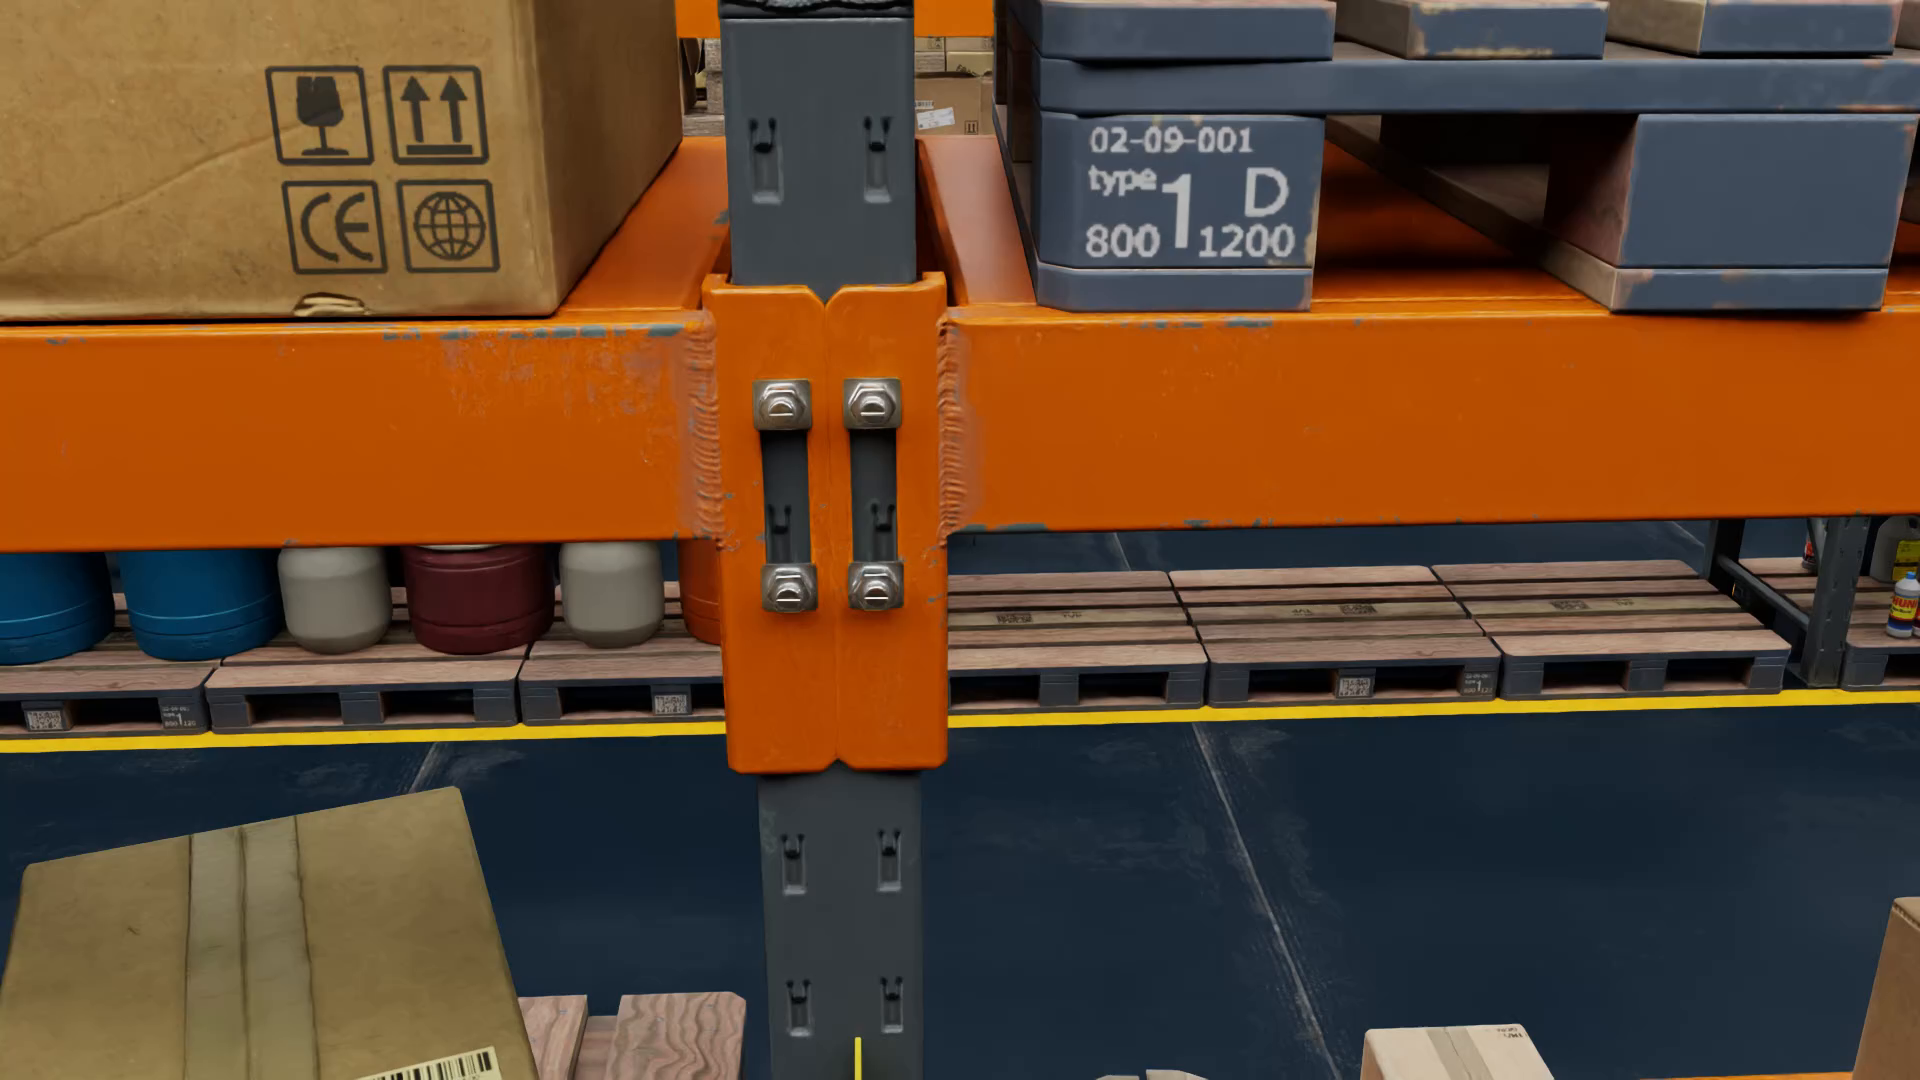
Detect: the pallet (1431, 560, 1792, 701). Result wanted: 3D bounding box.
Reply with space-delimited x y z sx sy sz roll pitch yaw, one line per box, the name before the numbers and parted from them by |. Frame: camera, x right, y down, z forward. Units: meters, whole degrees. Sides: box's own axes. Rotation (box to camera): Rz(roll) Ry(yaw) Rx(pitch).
pallet | 2.811 0.378 7.331 1.213 0.211 1.003 -1 21 -3

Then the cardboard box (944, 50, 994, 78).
cardboard box | 0.106 -4.368 15.738 0.500 0.500 0.500 -1 21 -4

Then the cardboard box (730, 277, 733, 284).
cardboard box | -1.373 -1.830 11.607 0.875 0.875 1.225 -2 21 -6

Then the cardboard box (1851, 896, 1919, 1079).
cardboard box | 1.553 0.800 2.165 0.500 0.500 0.500 -2 21 -6

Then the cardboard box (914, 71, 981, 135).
cardboard box | -0.146 -2.901 11.294 0.500 0.500 0.500 -4 21 -10

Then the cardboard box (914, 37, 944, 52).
cardboard box | -0.417 -4.916 15.773 0.500 0.500 0.700 -1 21 -3

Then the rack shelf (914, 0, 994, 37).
rack shelf | 1.596 -1.980 6.400 4.000 0.370 1.077 -1 21 -3

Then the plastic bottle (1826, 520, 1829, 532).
plastic bottle | 4.054 -0.018 7.651 0.133 0.283 0.061 0 21 0

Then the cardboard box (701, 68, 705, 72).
cardboard box | -2.360 -4.422 15.363 0.250 0.149 0.380 -1 21 -3

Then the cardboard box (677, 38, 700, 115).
cardboard box | -2.065 -3.127 11.068 0.637 0.503 0.797 -1 21 -2

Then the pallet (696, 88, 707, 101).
pallet | -2.839 -4.252 15.844 1.213 0.211 1.003 -1 21 -3

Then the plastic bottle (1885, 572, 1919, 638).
plastic bottle | 3.936 0.264 6.928 0.097 0.271 0.097 0 21 0

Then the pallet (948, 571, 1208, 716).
pallet | 0.375 0.428 7.201 1.213 0.211 1.003 -1 21 -3

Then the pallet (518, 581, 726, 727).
pallet | -1.185 0.461 7.115 1.213 0.211 1.003 -1 21 -3

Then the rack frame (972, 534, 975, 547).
rack frame | 0.068 -0.492 8.438 0.008 1.050 0.200 -1 21 -3

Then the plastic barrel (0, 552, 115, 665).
plastic barrel | -3.850 -0.013 6.798 0.708 0.901 0.600 -1 21 -3

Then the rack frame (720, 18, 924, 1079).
rack frame | -0.121 0.886 2.078 0.127 3.000 1.000 -1 21 -3

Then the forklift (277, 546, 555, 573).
forklift | -3.516 -1.337 8.014 3.031 2.935 1.130 -1 21 -1

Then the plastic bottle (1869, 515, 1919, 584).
plastic bottle | 4.228 0.013 7.475 0.185 0.351 0.144 -1 21 -3

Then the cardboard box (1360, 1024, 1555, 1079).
cardboard box | 0.761 0.887 2.428 0.250 0.149 0.380 -1 21 -3

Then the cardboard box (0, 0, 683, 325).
cardboard box | -0.555 -0.542 1.471 0.500 0.500 0.910 -1 21 -3

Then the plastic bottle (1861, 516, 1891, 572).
plastic bottle | 4.220 -0.038 7.609 0.185 0.351 0.144 -2 21 -4

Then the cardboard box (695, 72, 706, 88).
cardboard box | -2.354 -4.283 15.417 0.250 0.149 0.380 -2 21 -5

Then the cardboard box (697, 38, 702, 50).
cardboard box | -2.348 -4.562 15.314 0.250 0.149 0.380 -1 21 -3

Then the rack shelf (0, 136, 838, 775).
rack shelf | -2.118 -0.139 1.565 4.000 0.370 1.077 -1 21 -3

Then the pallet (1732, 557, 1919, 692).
pallet | 4.266 0.350 7.406 1.213 0.211 1.003 -1 21 -3

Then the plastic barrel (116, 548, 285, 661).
plastic barrel | -3.143 -0.027 6.836 0.708 0.901 0.600 -1 21 -3

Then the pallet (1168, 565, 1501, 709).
pallet | 1.590 0.404 7.263 1.213 0.211 1.003 -1 21 -3

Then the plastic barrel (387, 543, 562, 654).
plastic barrel | -2.015 0.096 6.952 0.708 0.588 0.600 -1 21 -3

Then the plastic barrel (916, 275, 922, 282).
plastic barrel | 0.046 -1.054 6.983 0.708 0.536 0.600 -1 21 -3

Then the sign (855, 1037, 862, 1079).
sign | -0.081 0.575 1.380 0.005 0.325 0.100 -1 21 -3

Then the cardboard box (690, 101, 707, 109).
cardboard box | -1.699 -2.755 11.501 0.500 0.500 0.500 -2 21 -5

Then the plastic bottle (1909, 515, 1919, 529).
plastic bottle | 4.411 -0.042 7.619 0.185 0.351 0.144 -2 21 -6

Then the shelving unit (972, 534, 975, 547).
shelving unit | -0.053 -0.490 8.431 0.252 1.050 0.215 -1 21 -3

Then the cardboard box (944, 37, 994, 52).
cardboard box | 0.088 -4.927 15.801 0.500 0.500 0.700 -1 21 -4

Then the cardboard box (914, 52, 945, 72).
cardboard box | -0.402 -4.357 15.708 0.500 0.500 0.500 -1 21 -2

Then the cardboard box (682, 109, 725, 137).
cardboard box | -1.660 -2.574 11.024 0.500 0.500 0.500 -1 21 -4

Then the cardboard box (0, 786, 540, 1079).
cardboard box | -0.744 0.696 1.846 0.500 0.500 0.700 -8 22 -21

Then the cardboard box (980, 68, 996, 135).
cardboard box | 0.405 -2.948 11.417 0.500 0.500 0.700 2 21 5

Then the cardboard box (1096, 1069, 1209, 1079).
cardboard box | 0.244 0.936 2.072 0.500 0.311 0.500 0 21 0

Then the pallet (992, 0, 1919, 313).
pallet | 0.551 -0.473 1.697 1.003 0.211 1.213 0 21 -1

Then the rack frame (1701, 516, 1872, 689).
rack frame | 3.593 -0.955 6.913 0.127 3.000 1.000 -1 21 -3

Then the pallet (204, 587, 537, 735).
pallet | -2.400 0.484 7.052 1.213 0.211 1.003 -1 21 -3

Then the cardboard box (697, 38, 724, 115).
cardboard box | -1.414 -3.139 11.101 0.637 0.503 0.797 0 21 -1

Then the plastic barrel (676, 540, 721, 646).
plastic barrel | -0.888 -0.039 6.969 0.708 0.830 0.600 -1 21 -3

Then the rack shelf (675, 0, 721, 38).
rack shelf | -2.397 -1.898 6.187 4.000 0.370 1.077 -1 21 -3

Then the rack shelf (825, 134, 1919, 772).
rack shelf | 1.875 -0.220 1.779 4.000 0.370 1.077 -1 21 -3

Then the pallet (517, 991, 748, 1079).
pallet | -0.794 1.015 2.010 1.003 0.211 1.213 -1 21 -3

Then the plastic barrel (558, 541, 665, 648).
plastic barrel | -1.447 0.152 6.912 0.421 0.512 0.421 0 21 0

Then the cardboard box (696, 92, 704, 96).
cardboard box | -2.834 -5.355 20.867 0.875 0.875 0.875 -1 21 -2

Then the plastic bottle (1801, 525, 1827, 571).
plastic bottle | 3.937 0.029 7.643 0.097 0.201 0.097 0 21 0

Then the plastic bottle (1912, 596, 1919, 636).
plastic bottle | 4.038 0.295 6.946 0.097 0.201 0.097 0 21 0

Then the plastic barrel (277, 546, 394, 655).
plastic barrel | -2.574 0.175 6.852 0.421 0.512 0.421 0 21 0

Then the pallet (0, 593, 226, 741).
pallet | -3.621 0.510 6.984 1.213 0.211 1.003 -1 21 -3

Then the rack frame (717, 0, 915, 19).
rack frame | -0.121 -1.917 1.010 0.127 3.000 1.000 -1 21 -3
